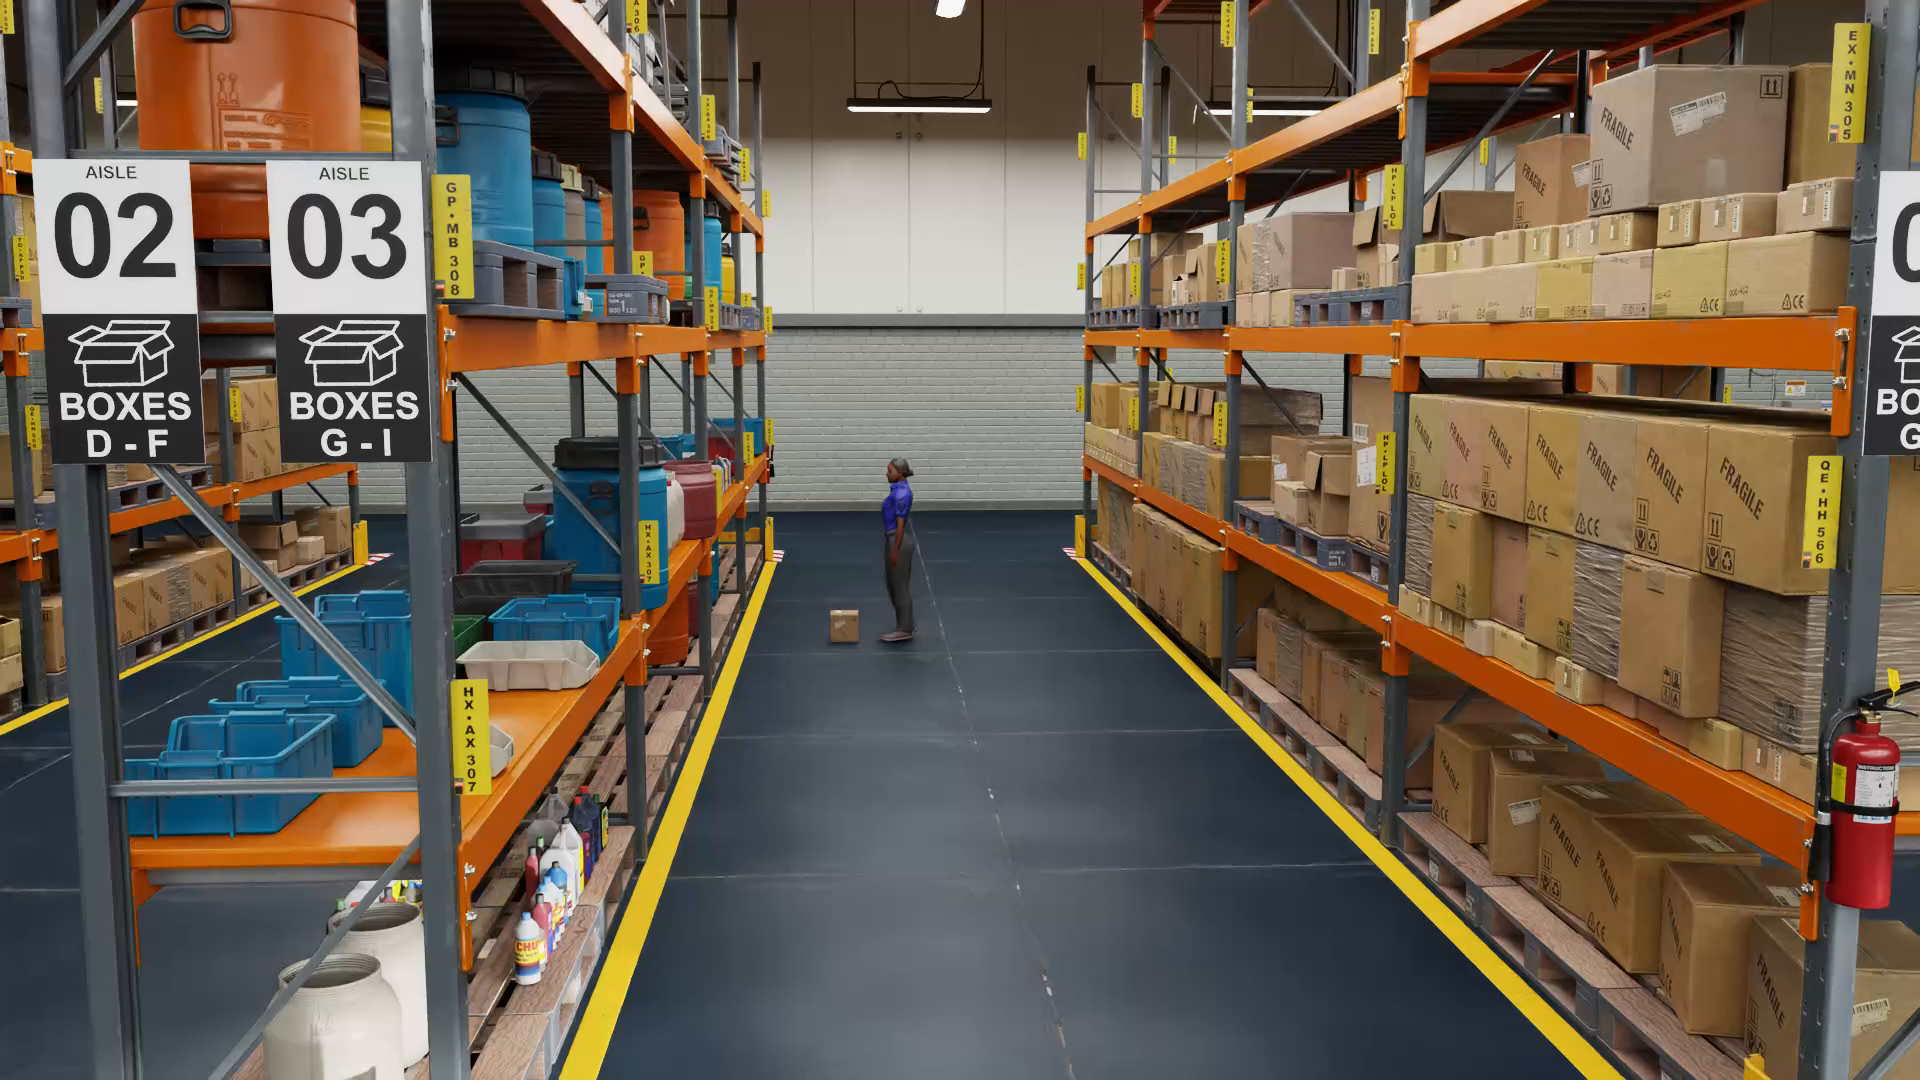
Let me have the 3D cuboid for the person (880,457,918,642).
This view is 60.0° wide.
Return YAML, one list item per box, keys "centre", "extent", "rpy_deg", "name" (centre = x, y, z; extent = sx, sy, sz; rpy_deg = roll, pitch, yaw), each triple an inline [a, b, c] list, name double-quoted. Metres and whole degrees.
- centre: [-0.552, 0.104, 15.081]
  extent: [0.351, 1.718, 0.450]
  rpy_deg: [0, 7, -3]
  name: "person"
